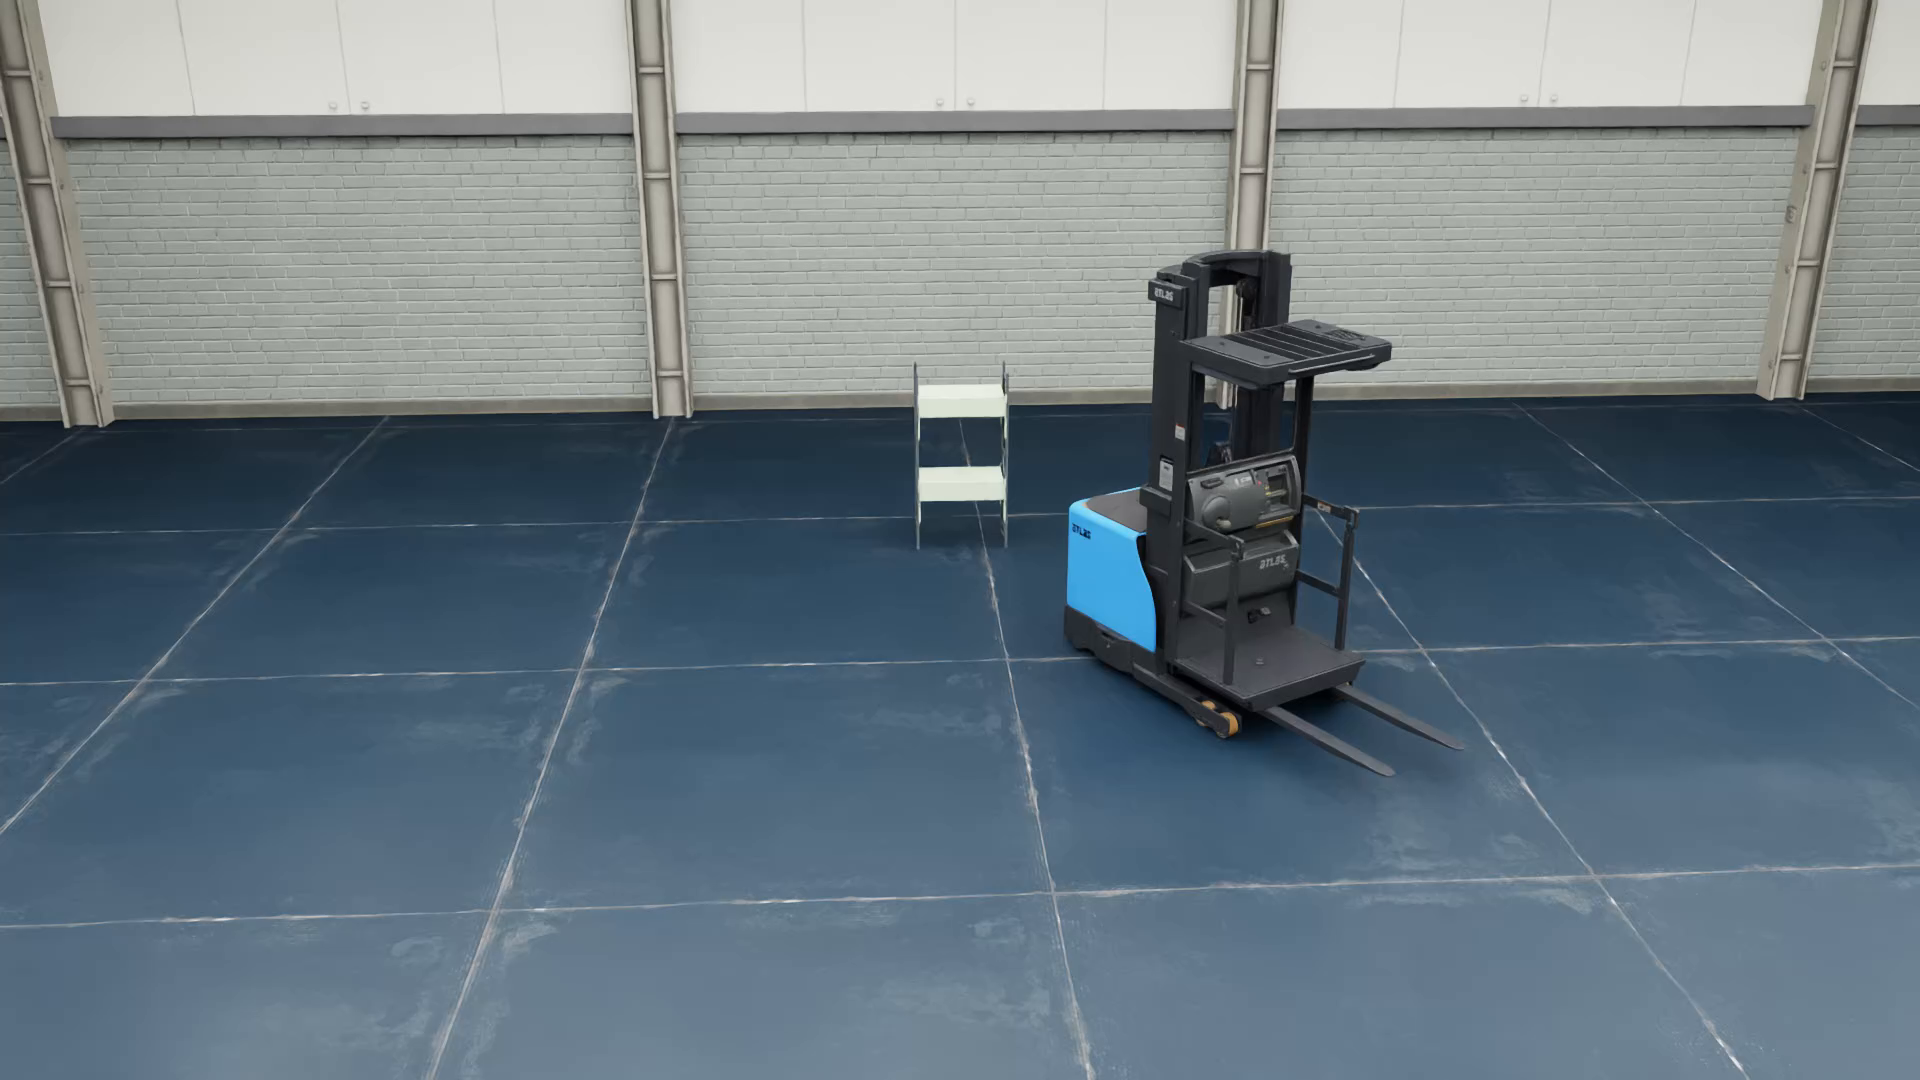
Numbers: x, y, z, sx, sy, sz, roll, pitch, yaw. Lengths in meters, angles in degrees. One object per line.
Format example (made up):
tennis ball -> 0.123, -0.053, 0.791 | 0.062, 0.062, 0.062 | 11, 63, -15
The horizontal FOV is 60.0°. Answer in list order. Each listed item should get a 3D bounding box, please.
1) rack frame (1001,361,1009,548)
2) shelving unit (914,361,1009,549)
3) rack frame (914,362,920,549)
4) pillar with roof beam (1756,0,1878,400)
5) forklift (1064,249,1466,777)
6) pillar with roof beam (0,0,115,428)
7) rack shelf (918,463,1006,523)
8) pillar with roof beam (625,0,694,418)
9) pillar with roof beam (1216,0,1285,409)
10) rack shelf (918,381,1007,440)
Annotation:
rack frame -> 0.372, -0.708, 13.805 | 0.023, 1.500, 0.400 | -1, 21, -3
shelving unit -> 0.007, -0.701, 13.786 | 0.755, 1.500, 0.431 | -1, 21, -3
rack frame -> -0.359, -0.694, 13.766 | 0.023, 1.500, 0.400 | -1, 21, -3
pillar with roof beam -> 9.204, -4.252, 12.574 | 0.400, 9.000, 9.100 | -1, 21, -3
forklift -> 1.978, -0.287, 10.686 | 1.130, 2.935, 3.031 | -13, 24, -31
pillar with roof beam -> -8.766, -3.887, 11.614 | 0.400, 9.000, 9.100 | -1, 21, -3
rack shelf -> 0.007, -0.396, 13.902 | 0.720, 0.370, 0.431 | -1, 21, -3
pillar with roof beam -> -2.776, -4.009, 11.934 | 0.400, 9.000, 9.100 | -1, 21, -3
pillar with roof beam -> 3.214, -4.130, 12.254 | 0.400, 9.000, 9.100 | -1, 21, -3
rack shelf -> 0.007, -1.066, 13.647 | 0.720, 0.370, 0.431 | -1, 21, -3
